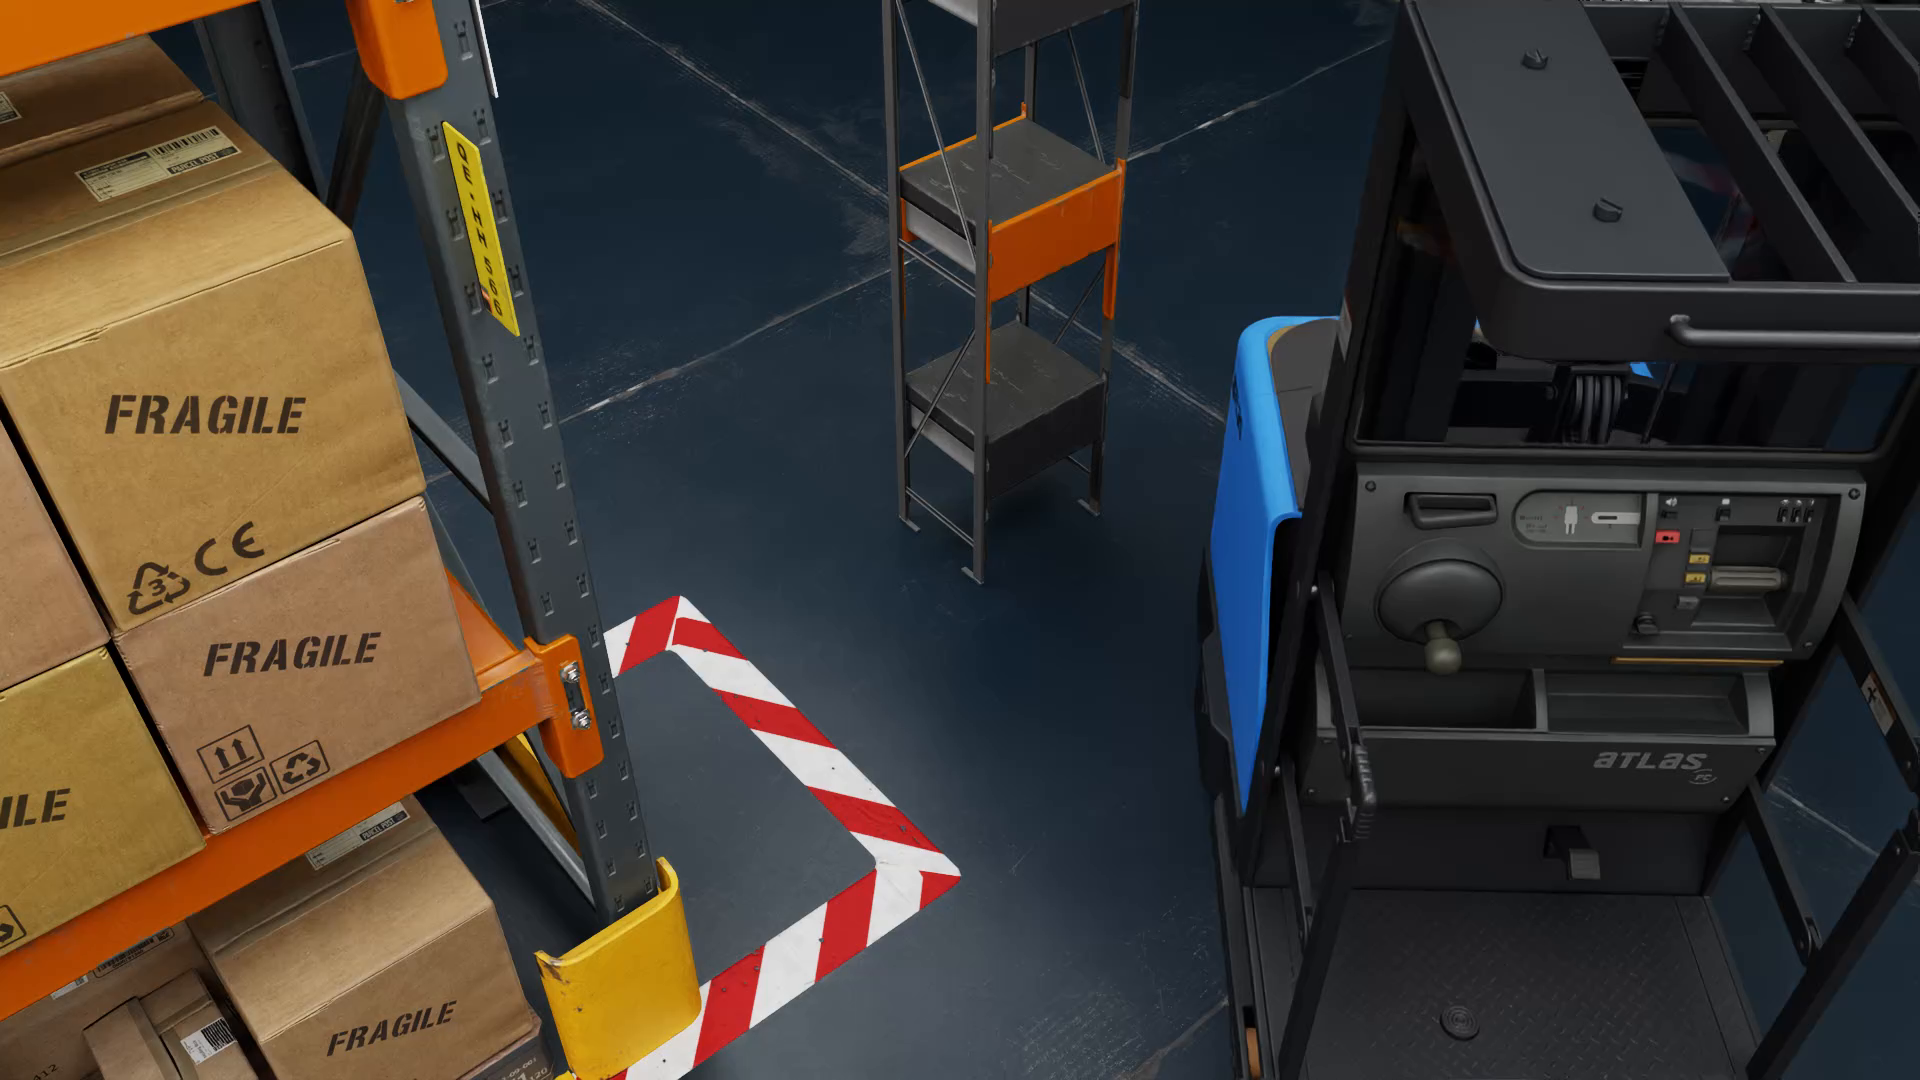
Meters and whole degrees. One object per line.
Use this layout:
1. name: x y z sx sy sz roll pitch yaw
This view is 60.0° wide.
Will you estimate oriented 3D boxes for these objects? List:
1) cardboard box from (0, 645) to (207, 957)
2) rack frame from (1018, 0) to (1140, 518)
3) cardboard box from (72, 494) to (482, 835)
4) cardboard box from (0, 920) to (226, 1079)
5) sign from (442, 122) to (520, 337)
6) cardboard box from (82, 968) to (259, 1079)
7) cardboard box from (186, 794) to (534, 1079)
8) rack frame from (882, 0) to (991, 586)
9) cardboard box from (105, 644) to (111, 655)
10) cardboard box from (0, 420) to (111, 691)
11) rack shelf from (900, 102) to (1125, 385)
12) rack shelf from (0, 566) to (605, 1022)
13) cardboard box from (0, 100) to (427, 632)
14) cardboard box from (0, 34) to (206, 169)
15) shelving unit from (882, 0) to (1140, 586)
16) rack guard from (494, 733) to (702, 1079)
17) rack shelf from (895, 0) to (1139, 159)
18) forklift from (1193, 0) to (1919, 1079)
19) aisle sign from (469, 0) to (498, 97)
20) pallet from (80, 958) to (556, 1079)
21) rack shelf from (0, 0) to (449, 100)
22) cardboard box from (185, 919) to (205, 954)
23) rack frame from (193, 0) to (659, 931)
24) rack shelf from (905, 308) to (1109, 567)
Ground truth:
1. cardboard box: -1.614 0.314 2.651 0.500 0.500 0.500 -29 51 -28
2. rack frame: 0.314 -0.945 4.723 0.015 2.100 0.400 -30 51 -28
3. cardboard box: -1.218 0.085 2.896 0.500 0.500 0.500 -28 50 -27
4. cardboard box: -2.032 0.933 3.753 0.500 0.250 0.500 -30 51 -28
5. sign: -0.709 -0.456 2.467 0.005 0.325 0.100 -30 51 -28
6. cardboard box: -1.677 1.153 3.580 0.250 0.166 0.380 -30 51 -28
7. cardboard box: -1.308 0.900 3.605 0.500 0.500 0.500 -30 51 -28
8. rack frame: -0.060 -0.731 4.494 0.015 2.100 0.400 -30 51 -28
9. cardboard box: -1.559 -0.199 3.197 0.500 0.500 0.500 -29 50 -27
10. cardboard box: -1.601 -0.057 2.316 0.500 0.500 0.500 -28 50 -27
11. rack shelf: 0.127 -0.828 4.618 0.480 0.518 0.431 -30 51 -28
12. rack shelf: -2.584 0.922 2.603 4.000 0.370 1.077 -30 51 -28
13. cardboard box: -1.214 -0.280 2.553 0.500 0.500 0.500 -30 51 -28
14. cardboard box: -1.559 -0.563 2.855 0.500 0.500 0.500 -28 50 -27
15. shelving unit: 0.127 -0.838 4.609 0.503 2.100 0.431 -30 51 -28
16. rack guard: -1.108 0.726 4.112 0.348 0.500 1.175 -30 51 -28
17. rack shelf: 0.127 -1.338 4.139 0.480 0.518 0.431 -30 51 -28
18. forklift: 1.193 0.147 2.953 1.130 2.935 3.031 1 43 1
19. aisle sign: -0.801 -1.035 2.262 0.004 0.787 0.394 -30 51 -28
20. pallet: -1.719 1.182 3.837 1.213 0.211 1.003 -30 51 -28
21. rack shelf: -2.584 -0.171 1.576 4.000 0.370 1.077 -30 51 -28
22. cardboard box: -1.783 0.767 3.990 0.250 0.166 0.380 -30 51 -28
23. rack frame: -1.049 -0.219 3.292 0.127 3.000 1.000 -30 51 -28
24. rack shelf: 0.127 -0.318 5.097 0.480 0.518 0.431 -30 51 -28
